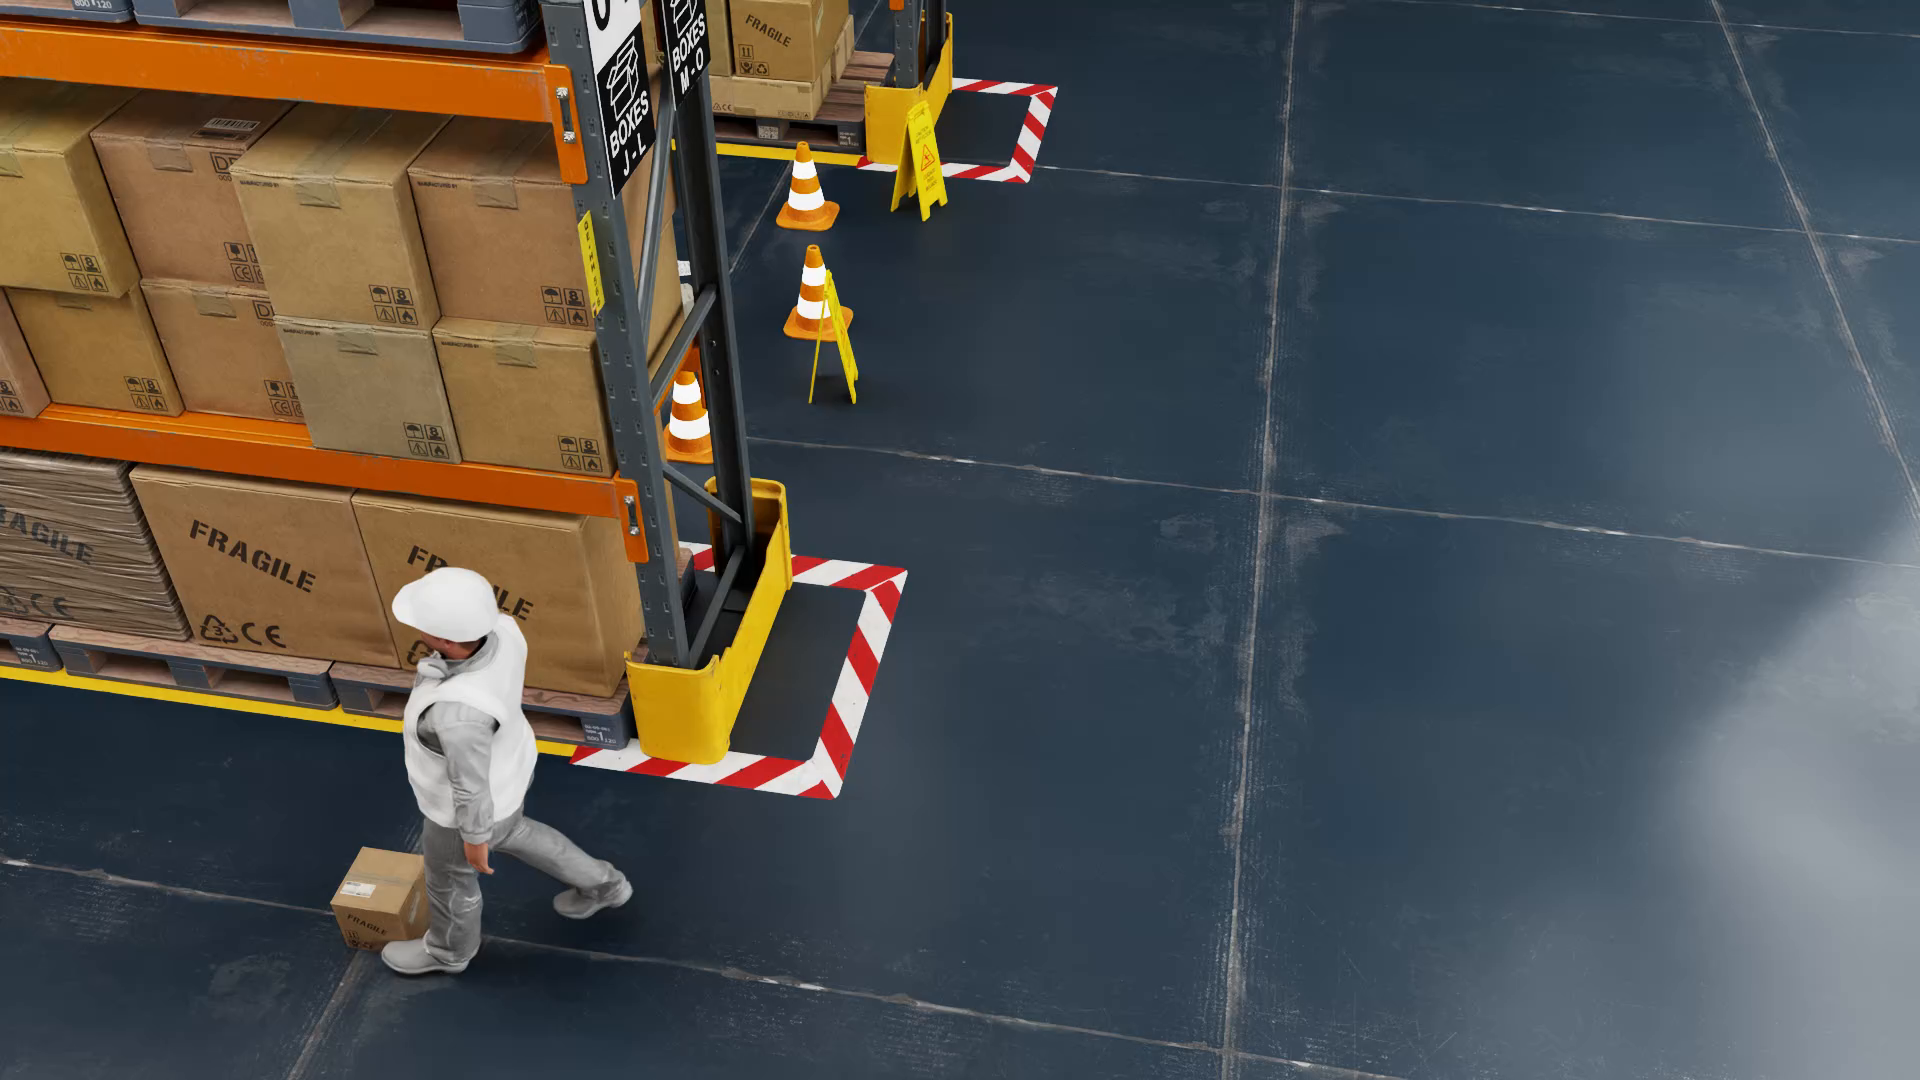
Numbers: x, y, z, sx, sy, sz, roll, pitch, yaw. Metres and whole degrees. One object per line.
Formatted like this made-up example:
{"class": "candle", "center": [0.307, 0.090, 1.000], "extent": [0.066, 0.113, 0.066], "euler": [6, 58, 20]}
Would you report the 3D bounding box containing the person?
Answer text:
{"class": "person", "center": [-1.566, 0.746, 5.271], "extent": [0.839, 1.749, 0.547], "euler": [3, 40, 4]}
